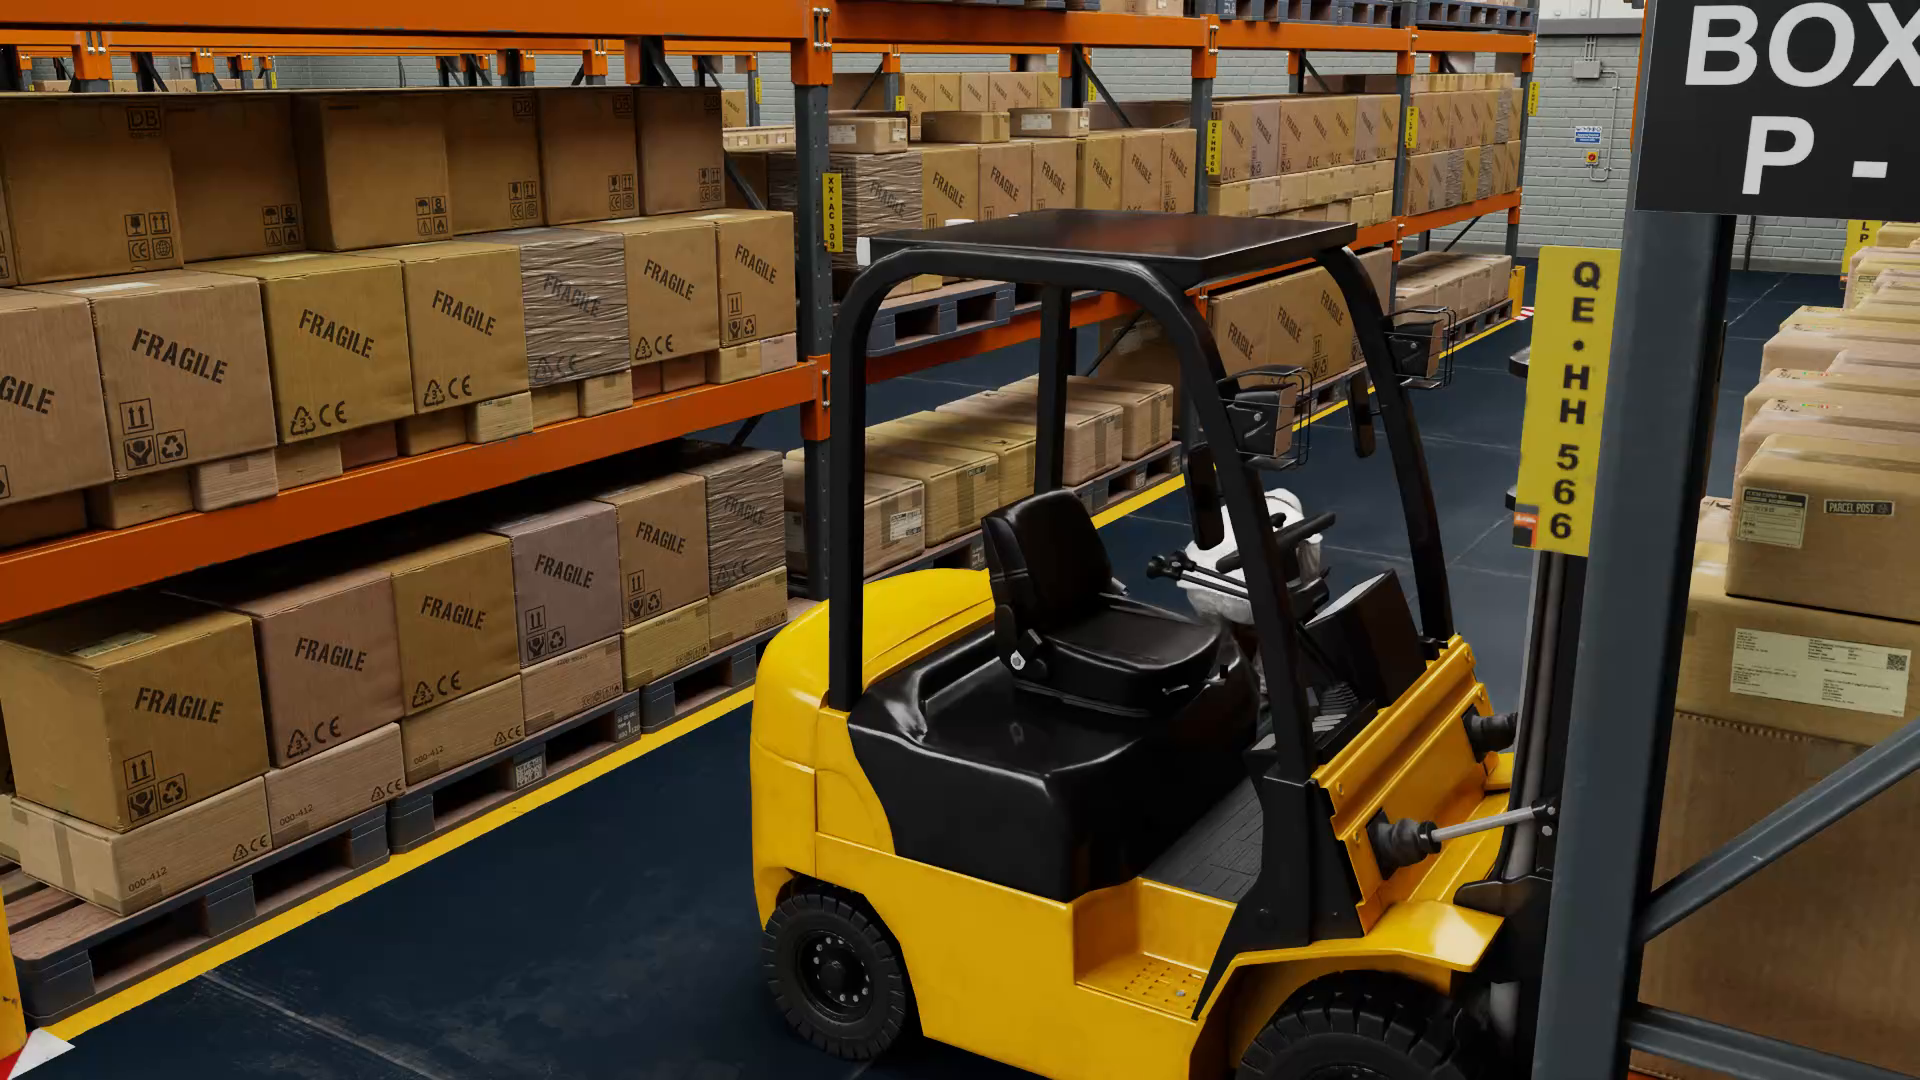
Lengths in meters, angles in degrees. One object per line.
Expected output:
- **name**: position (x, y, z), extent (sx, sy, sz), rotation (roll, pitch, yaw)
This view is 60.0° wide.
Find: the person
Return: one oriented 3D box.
- **person**: position (1.215, 0.242, 7.004), extent (0.553, 0.807, 0.981), rotation (9, 18, 29)
